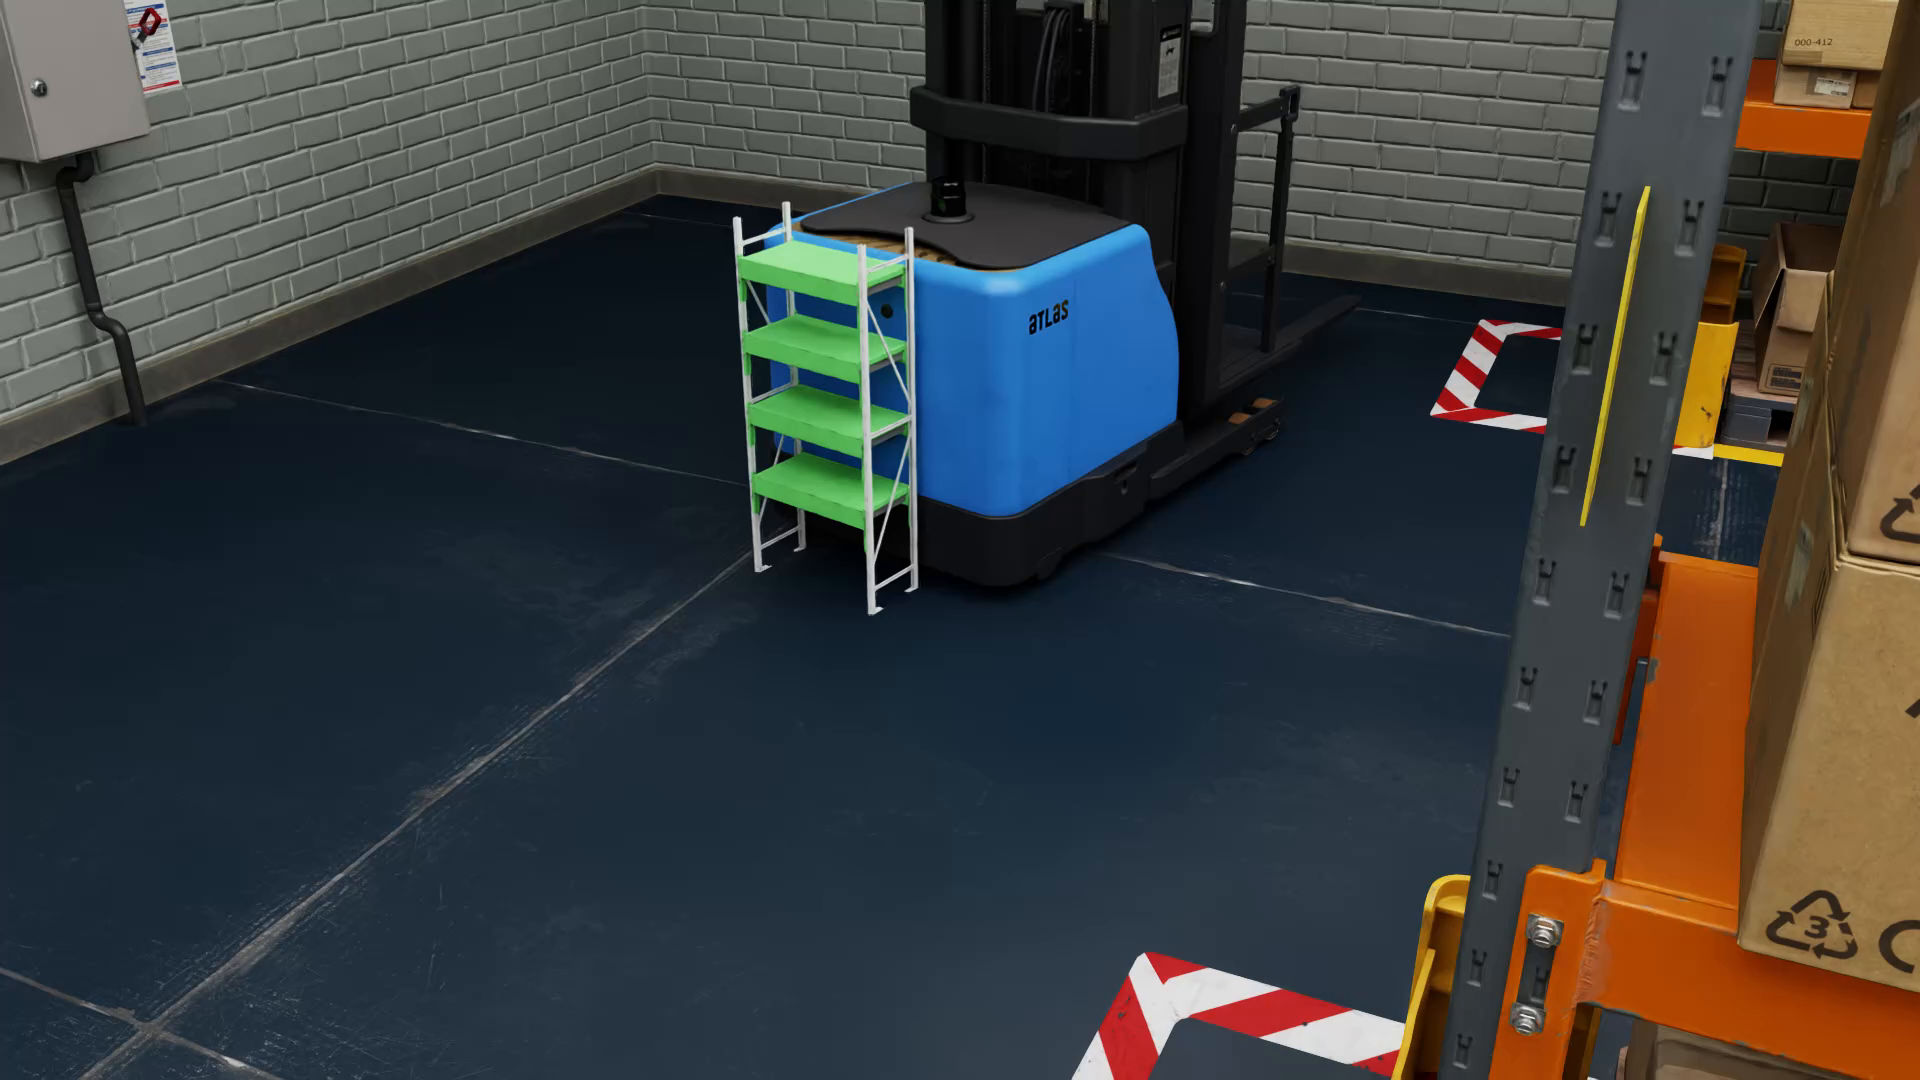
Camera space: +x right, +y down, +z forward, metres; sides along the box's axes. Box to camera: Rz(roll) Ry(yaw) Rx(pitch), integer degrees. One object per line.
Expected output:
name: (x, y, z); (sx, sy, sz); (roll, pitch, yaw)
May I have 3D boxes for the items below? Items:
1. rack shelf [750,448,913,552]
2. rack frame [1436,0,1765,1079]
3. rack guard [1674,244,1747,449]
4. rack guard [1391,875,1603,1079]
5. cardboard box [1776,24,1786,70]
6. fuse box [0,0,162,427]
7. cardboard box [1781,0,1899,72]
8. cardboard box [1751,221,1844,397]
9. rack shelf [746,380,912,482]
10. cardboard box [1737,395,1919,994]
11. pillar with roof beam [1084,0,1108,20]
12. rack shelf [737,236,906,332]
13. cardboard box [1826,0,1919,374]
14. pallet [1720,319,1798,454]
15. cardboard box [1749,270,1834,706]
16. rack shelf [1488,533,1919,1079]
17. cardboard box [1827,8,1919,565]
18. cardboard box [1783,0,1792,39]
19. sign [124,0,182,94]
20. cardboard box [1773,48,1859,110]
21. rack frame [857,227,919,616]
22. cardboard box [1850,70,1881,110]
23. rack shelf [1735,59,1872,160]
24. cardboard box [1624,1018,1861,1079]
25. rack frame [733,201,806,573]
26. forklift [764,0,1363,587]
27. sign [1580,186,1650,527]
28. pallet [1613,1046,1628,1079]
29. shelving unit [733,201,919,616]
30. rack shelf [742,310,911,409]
rack shelf: (-0.409, -0.134, 5.351); (0.480, 0.148, 0.258); (18, 32, 33)
rack frame: (0.884, 0.023, 2.308); (0.053, 2.616, 0.949); (11, 28, 22)
rack guard: (3.003, -0.837, 6.884); (0.348, 0.500, 1.175); (11, 28, 22)
rack guard: (0.861, 1.141, 2.866); (0.348, 0.500, 1.175); (11, 28, 22)
cardboard box: (3.347, -1.907, 6.512); (0.250, 0.149, 0.380); (11, 28, 21)
fuse box: (-3.257, -1.238, 6.326); (0.414, 1.711, 0.539); (11, 28, 22)
cardboard box: (3.236, -1.847, 5.939); (0.500, 0.250, 0.500); (12, 28, 22)
cardboard box: (3.452, -0.891, 6.515); (0.637, 0.503, 0.797); (10, 28, 20)
rack shelf: (-0.410, -0.349, 5.245); (0.480, 0.148, 0.258); (18, 32, 33)
cardboard box: (1.201, 0.182, 1.871); (0.500, 0.500, 0.500); (11, 28, 21)
pillar with roof beam: (-0.929, -3.788, 3.257); (0.400, 9.000, 9.100); (11, 28, 22)
rack shelf: (-0.410, -0.779, 5.032); (0.480, 0.148, 0.258); (18, 32, 33)
cardboard box: (1.420, -0.477, 2.078); (0.500, 0.500, 0.500); (12, 29, 23)
pallet: (3.729, -0.562, 6.653); (1.213, 0.211, 1.003); (11, 28, 22)
cardboard box: (1.431, -0.039, 2.320); (0.500, 0.500, 0.500); (12, 28, 22)
rack shelf: (2.703, 0.712, 1.722); (4.000, 0.370, 1.077); (11, 28, 22)
cardboard box: (1.202, -0.267, 1.652); (0.500, 0.500, 0.500); (11, 28, 21)
cardboard box: (3.463, -2.061, 6.374); (0.500, 0.250, 0.500); (12, 29, 23)
sign: (-3.242, -2.009, 6.543); (0.001, 0.494, 0.329); (11, 28, 22)
cardboard box: (3.120, -1.689, 6.070); (0.250, 0.149, 0.380); (11, 28, 21)
rack frame: (-0.214, -0.342, 5.085); (0.015, 1.200, 0.240); (18, 32, 33)
cardboard box: (3.370, -1.662, 6.013); (0.250, 0.149, 0.380); (12, 29, 23)
rack shelf: (4.755, -1.284, 5.777); (4.000, 0.370, 1.077); (11, 28, 22)
cardboard box: (1.525, 1.066, 2.615); (0.875, 0.438, 0.875); (10, 28, 20)
rack frame: (-0.605, -0.471, 5.348); (0.015, 1.200, 0.240); (18, 32, 33)
forklift: (0.632, -1.756, 5.999); (1.130, 2.935, 3.031); (18, 32, 33)
sign: (0.648, -0.178, 1.646); (0.005, 0.325, 0.100); (11, 28, 22)
pallet: (1.643, 1.390, 2.688); (1.213, 0.211, 1.003); (11, 28, 22)
shelving unit: (-0.410, -0.406, 5.217); (0.503, 1.200, 0.258); (18, 32, 33)
rack shelf: (-0.410, -0.564, 5.138); (0.480, 0.148, 0.258); (18, 32, 33)
